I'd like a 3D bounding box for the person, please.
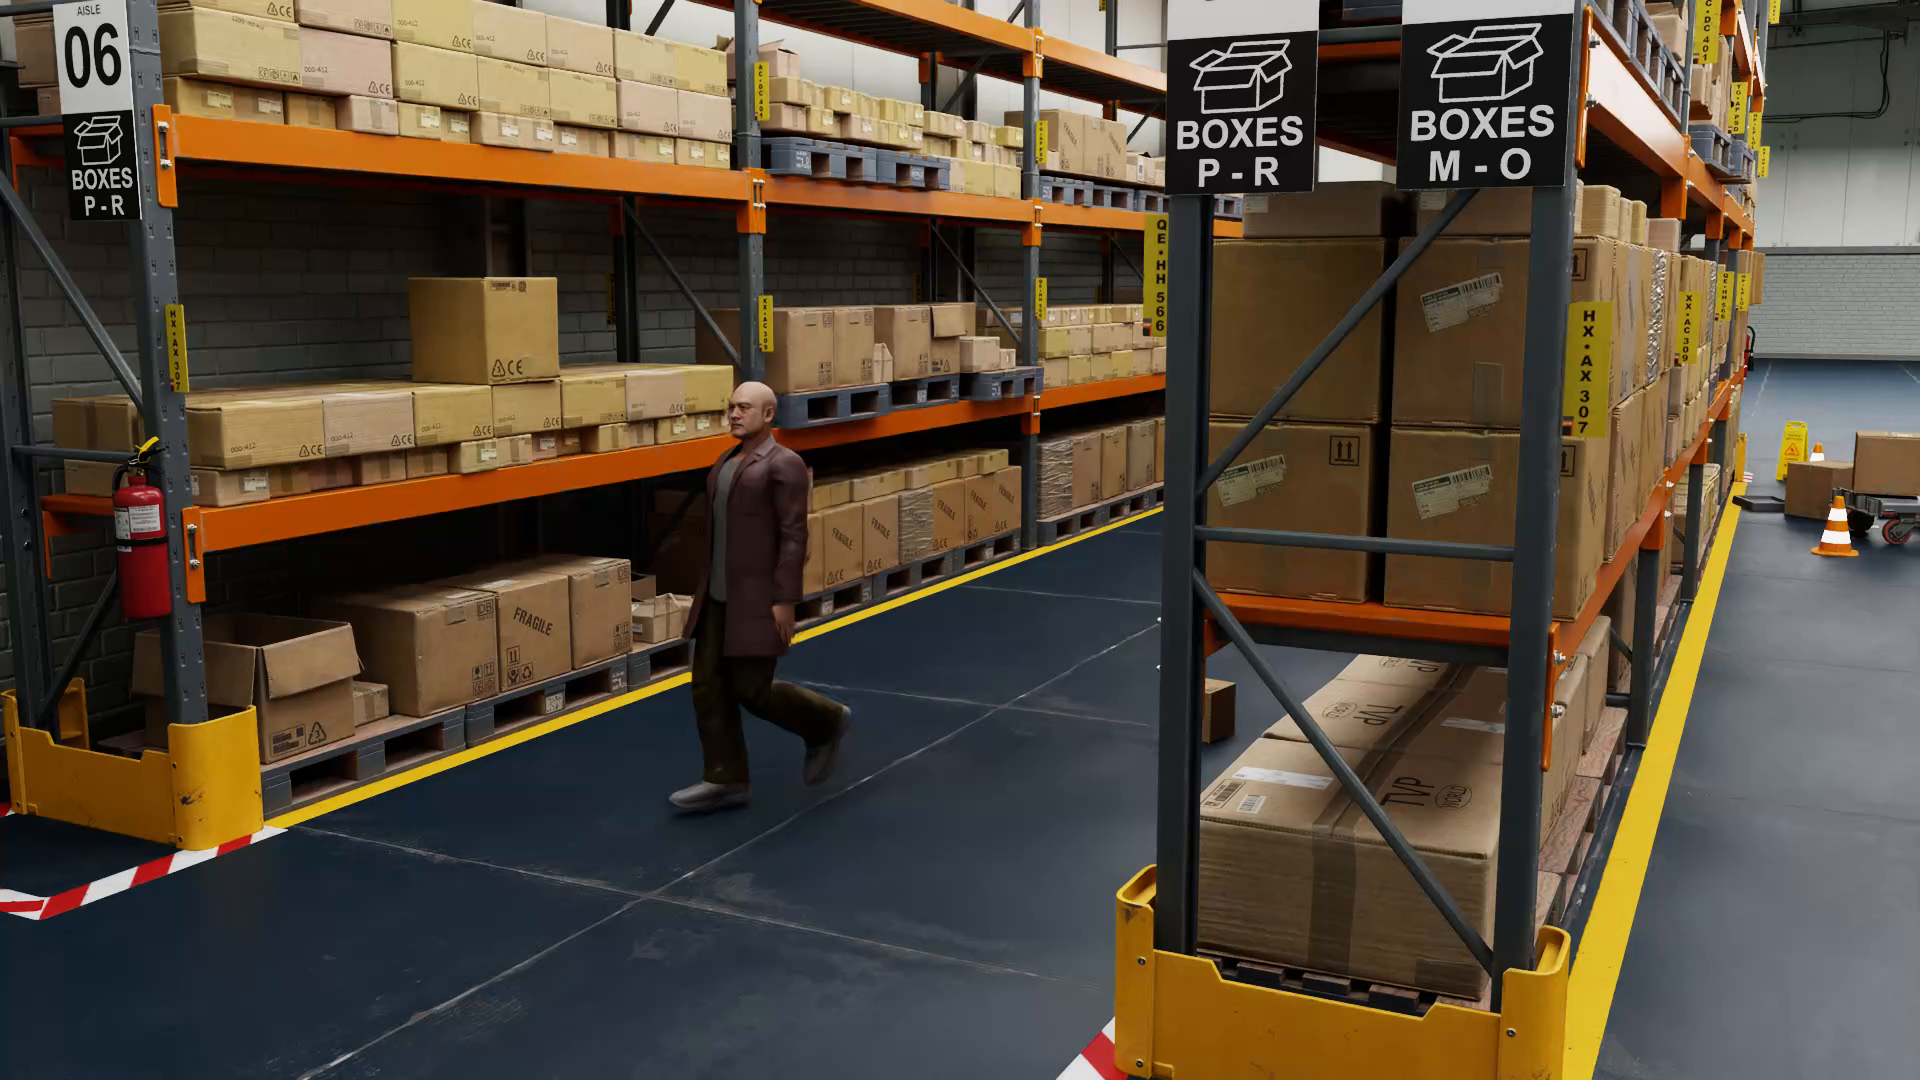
[{"bbox_3d":[-0.844,0.223,6.888,0.784,1.751,0.602,-9,12,-44],"label":"person"}]
